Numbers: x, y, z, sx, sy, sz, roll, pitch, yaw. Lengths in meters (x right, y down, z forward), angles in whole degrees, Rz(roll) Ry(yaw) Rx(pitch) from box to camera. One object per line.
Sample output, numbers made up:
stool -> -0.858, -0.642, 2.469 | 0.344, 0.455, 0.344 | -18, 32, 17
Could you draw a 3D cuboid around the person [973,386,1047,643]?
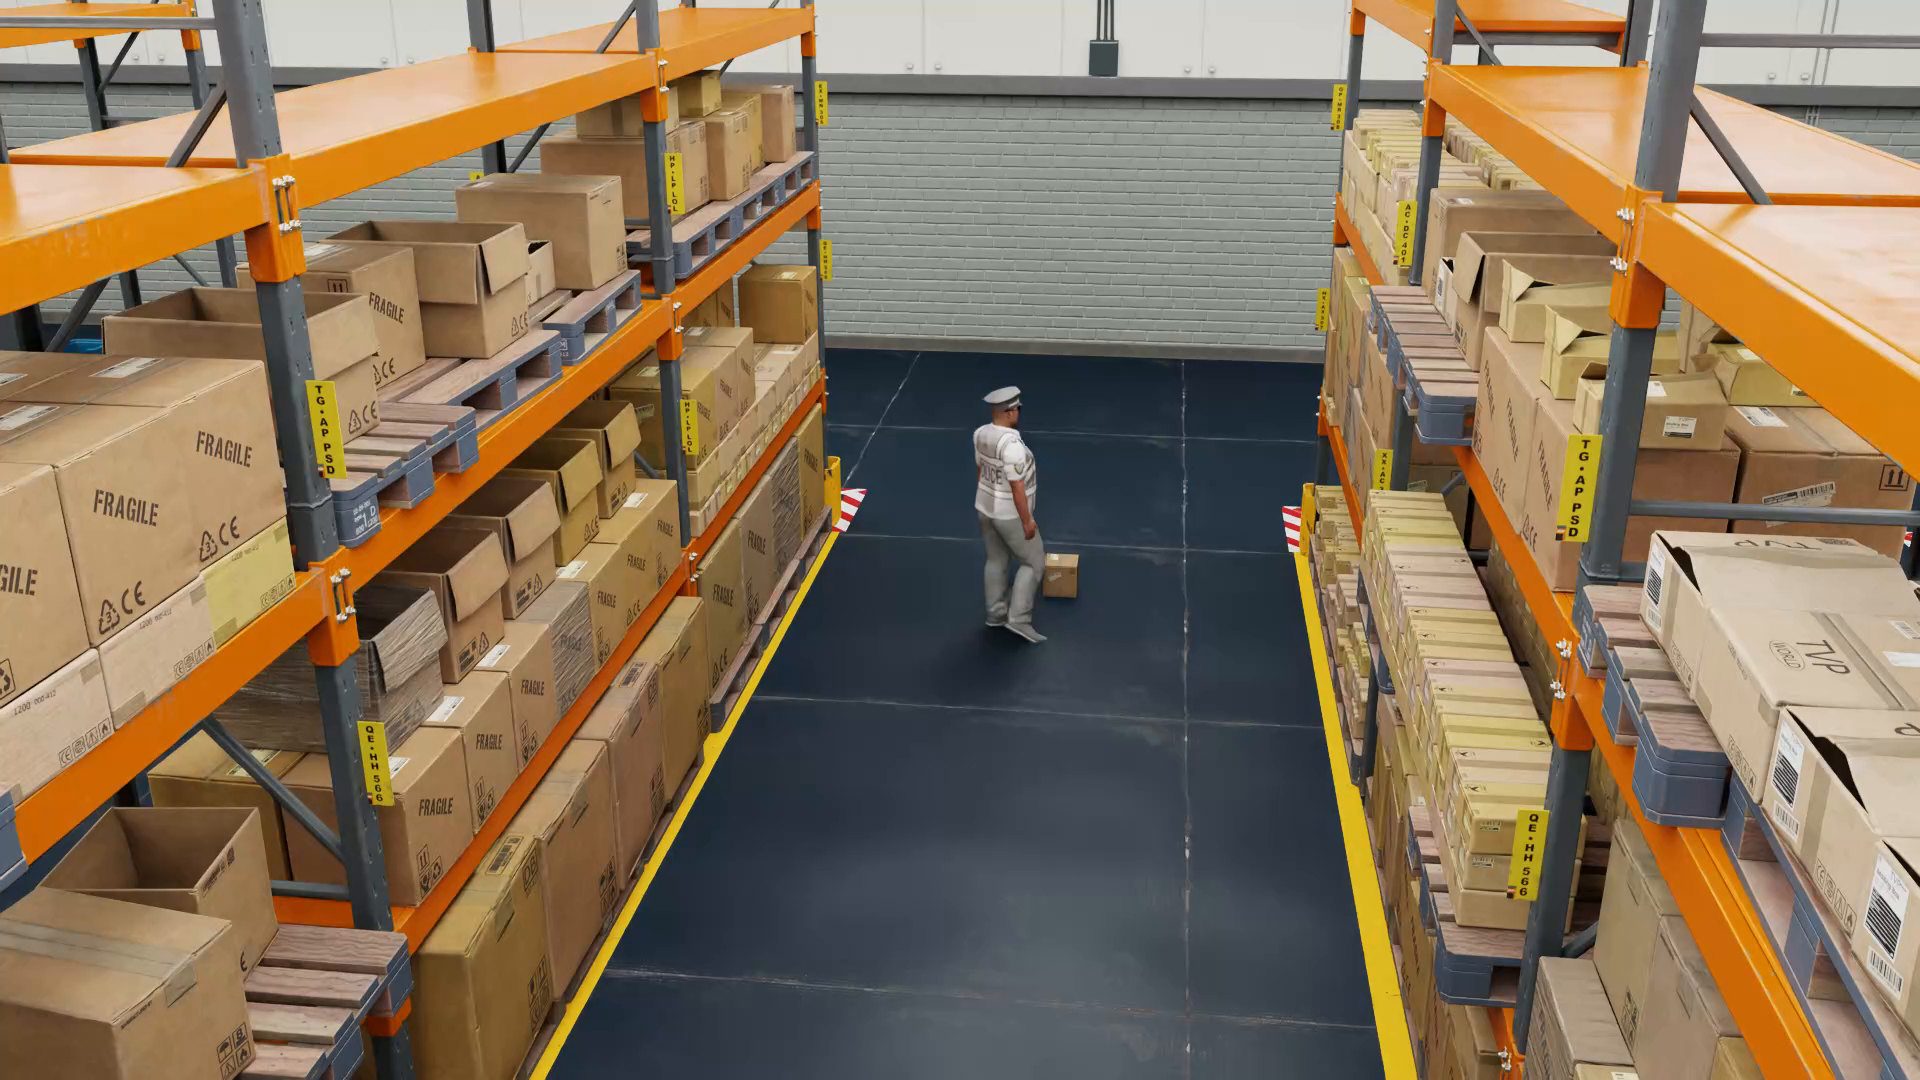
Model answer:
person -> 0.347, -0.168, 11.548 | 0.404, 1.815, 0.613 | -12, 24, -29
